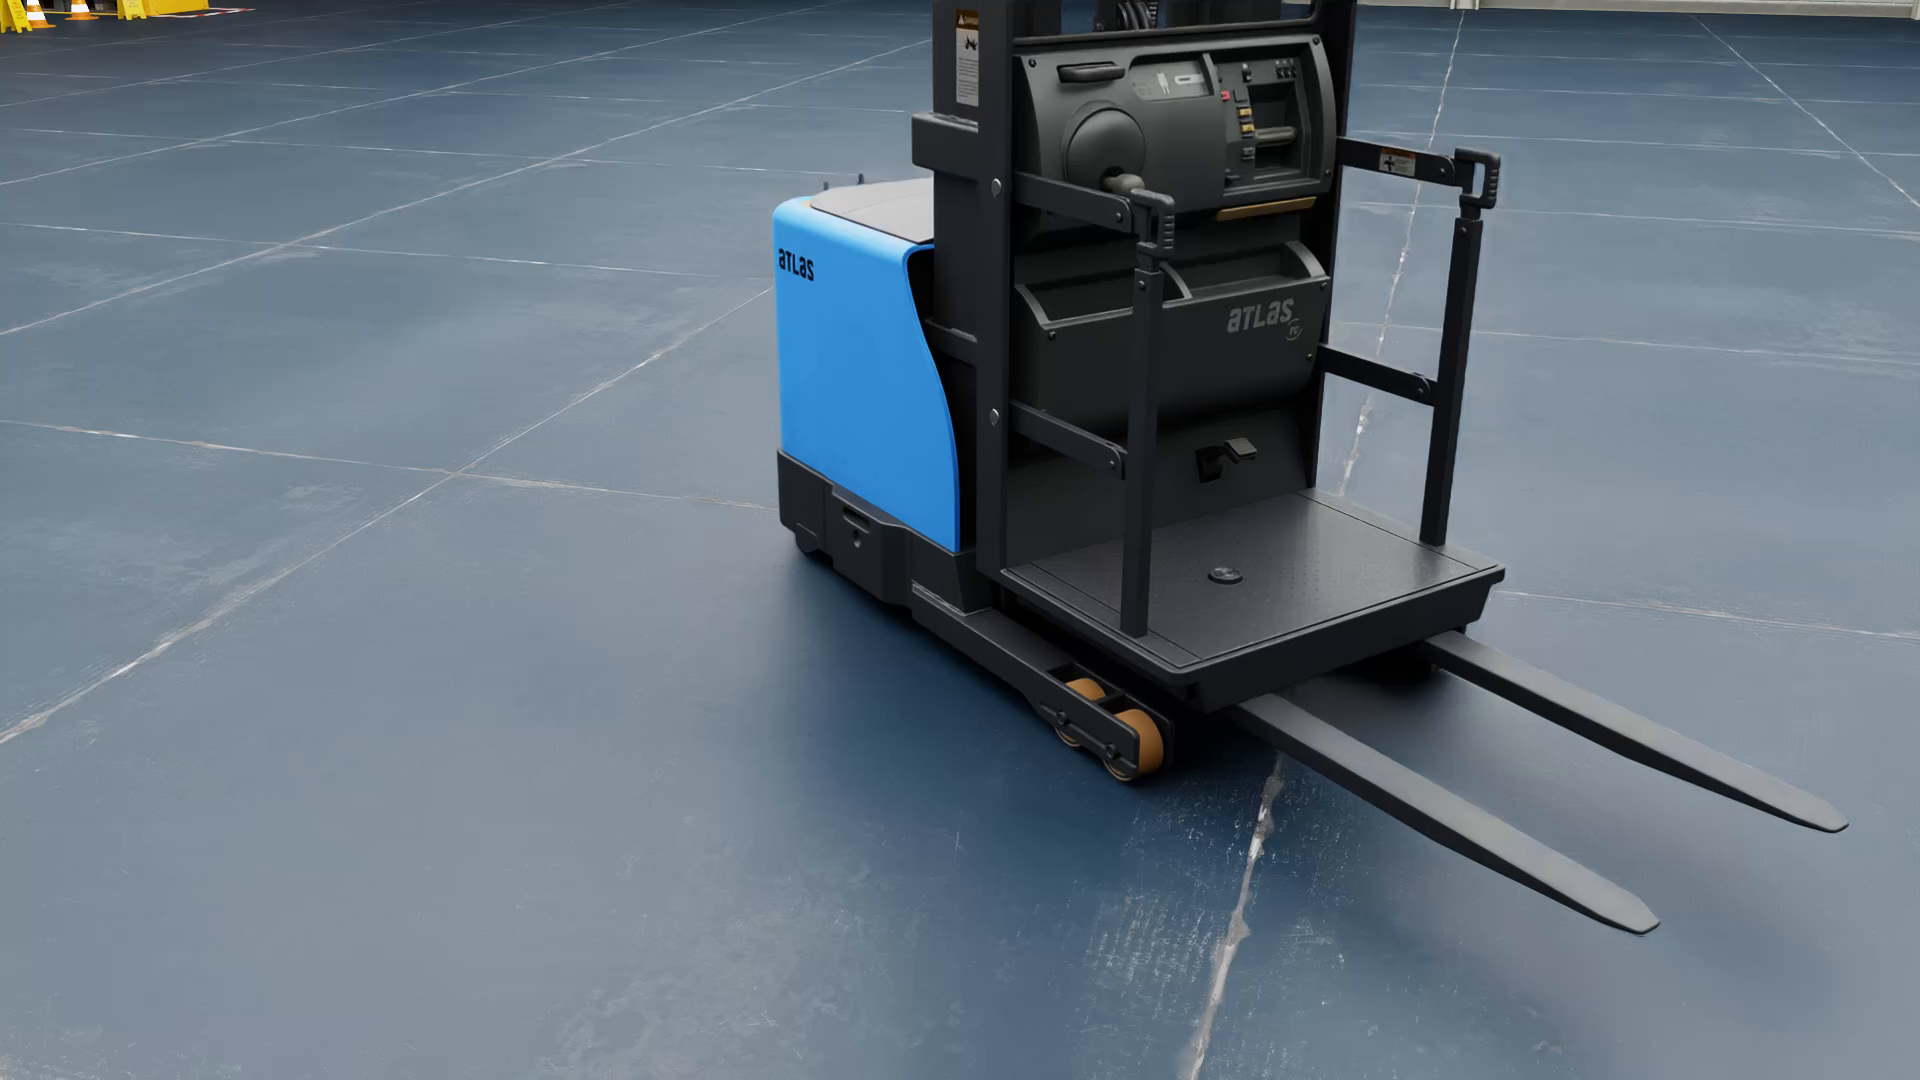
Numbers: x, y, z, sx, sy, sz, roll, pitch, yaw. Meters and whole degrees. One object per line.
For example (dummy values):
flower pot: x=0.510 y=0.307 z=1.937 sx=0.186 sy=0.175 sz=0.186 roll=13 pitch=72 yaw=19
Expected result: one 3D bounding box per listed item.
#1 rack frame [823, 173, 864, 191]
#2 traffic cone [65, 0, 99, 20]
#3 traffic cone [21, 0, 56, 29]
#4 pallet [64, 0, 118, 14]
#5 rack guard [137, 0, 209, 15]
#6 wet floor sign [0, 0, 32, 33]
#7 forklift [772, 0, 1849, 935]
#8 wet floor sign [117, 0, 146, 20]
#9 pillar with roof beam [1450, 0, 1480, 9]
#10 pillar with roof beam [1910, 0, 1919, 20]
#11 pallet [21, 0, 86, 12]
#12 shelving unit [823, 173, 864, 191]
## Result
rack frame: x=-0.374 y=-0.681 z=5.547 sx=0.008 sy=1.050 sz=0.200 roll=15 pitch=26 yaw=31
traffic cone: x=-11.783 y=-7.208 z=22.233 sx=0.334 sy=0.463 sz=0.336 roll=7 pitch=23 yaw=16
traffic cone: x=-11.778 y=-6.767 z=21.159 sx=0.334 sy=0.463 sz=0.336 roll=7 pitch=23 yaw=16
pallet: x=-11.839 y=-7.623 z=23.577 sx=1.213 sy=0.211 sz=1.003 roll=7 pitch=23 yaw=16
rack guard: x=-11.071 y=-7.655 z=23.274 sx=0.348 sy=0.500 sz=1.175 roll=7 pitch=23 yaw=16
wet floor sign: x=-11.732 y=-6.621 z=20.560 sx=0.232 sy=0.644 sz=0.267 roll=3 pitch=22 yaw=6
forklift: x=0.662 y=-0.997 z=3.838 sx=1.130 sy=2.935 sz=3.031 roll=-14 pitch=26 yaw=-31
wet floor sign: x=-11.126 y=-7.304 z=22.227 sx=0.232 sy=0.644 sz=0.267 roll=16 pitch=27 yaw=34
pillar with roof beam: x=6.015 y=-10.249 z=18.399 sx=0.400 sy=9.000 sz=9.100 roll=7 pitch=23 yaw=16
pillar with roof beam: x=11.759 y=-9.591 z=16.795 sx=0.400 sy=9.000 sz=9.100 roll=7 pitch=23 yaw=16
pallet: x=-13.003 y=-7.758 z=23.905 sx=1.213 sy=0.211 sz=1.003 roll=7 pitch=23 yaw=16
shelving unit: x=-0.273 y=-0.655 z=5.483 sx=0.252 sy=1.050 sz=0.215 roll=15 pitch=26 yaw=31
